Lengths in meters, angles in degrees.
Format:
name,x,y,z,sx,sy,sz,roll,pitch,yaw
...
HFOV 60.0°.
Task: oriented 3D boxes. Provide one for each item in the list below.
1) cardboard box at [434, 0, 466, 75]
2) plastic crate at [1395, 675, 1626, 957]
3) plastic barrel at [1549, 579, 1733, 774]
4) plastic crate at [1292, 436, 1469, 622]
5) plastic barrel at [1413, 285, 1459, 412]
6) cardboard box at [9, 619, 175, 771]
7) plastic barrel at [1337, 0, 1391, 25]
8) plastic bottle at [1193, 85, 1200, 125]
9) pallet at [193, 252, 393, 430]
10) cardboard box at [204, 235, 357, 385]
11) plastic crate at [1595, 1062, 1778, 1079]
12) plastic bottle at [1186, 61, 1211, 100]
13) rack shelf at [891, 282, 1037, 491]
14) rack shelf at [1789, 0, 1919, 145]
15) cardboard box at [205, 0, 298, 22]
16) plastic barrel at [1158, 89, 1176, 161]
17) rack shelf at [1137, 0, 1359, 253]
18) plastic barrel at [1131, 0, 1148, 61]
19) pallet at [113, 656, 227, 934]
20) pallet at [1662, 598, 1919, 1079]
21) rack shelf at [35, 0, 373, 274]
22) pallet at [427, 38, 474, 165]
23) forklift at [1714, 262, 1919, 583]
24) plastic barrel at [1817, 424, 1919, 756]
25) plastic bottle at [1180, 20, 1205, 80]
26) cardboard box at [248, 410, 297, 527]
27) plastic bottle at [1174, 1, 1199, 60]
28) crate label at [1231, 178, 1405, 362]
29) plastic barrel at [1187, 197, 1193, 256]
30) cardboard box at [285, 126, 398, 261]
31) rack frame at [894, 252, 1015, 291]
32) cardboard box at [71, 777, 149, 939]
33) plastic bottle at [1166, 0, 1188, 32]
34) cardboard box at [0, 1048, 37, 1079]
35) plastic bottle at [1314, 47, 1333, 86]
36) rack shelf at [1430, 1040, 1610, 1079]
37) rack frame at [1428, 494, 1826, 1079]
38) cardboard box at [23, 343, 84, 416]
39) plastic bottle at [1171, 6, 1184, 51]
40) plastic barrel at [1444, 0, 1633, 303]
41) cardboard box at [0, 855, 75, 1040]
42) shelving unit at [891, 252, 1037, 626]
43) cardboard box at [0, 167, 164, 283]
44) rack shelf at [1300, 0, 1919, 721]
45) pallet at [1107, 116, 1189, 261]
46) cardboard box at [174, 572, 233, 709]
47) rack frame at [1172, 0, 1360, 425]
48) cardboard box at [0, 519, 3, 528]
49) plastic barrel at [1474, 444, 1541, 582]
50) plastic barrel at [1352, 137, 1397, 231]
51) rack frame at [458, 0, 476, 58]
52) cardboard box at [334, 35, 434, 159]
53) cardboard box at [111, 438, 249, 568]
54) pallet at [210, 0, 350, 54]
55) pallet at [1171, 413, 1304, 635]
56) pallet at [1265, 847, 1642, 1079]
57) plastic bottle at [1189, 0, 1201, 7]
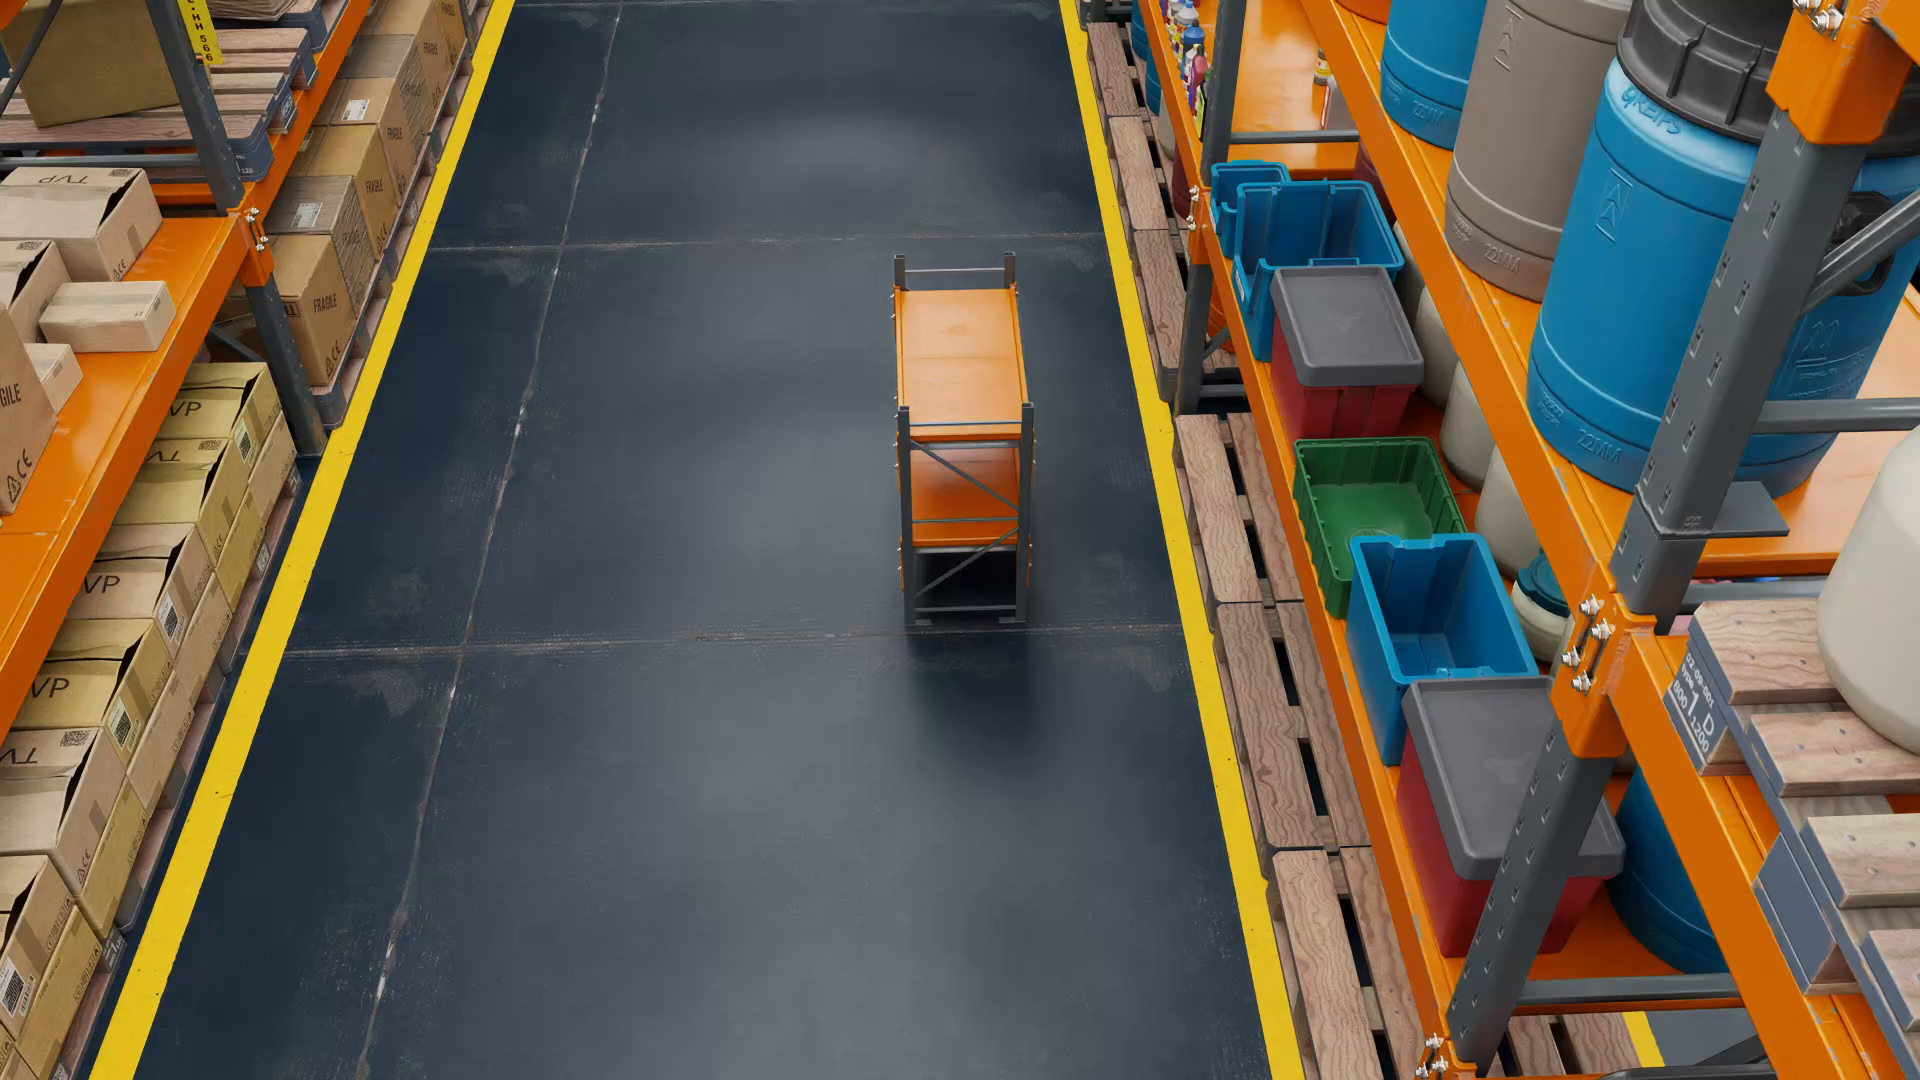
name,x,y,z,sx,sy,sz,roll,pitch,yaw
cardboard box,-3.304,-3.128,9.967,0.500,0.500,0.500,-2,43,-2
plastic crate,1.351,0.708,4.211,0.402,0.464,0.583,-2,43,-2
plastic barrel,1.856,0.347,4.551,0.433,0.535,0.433,0,43,0
plastic crate,1.321,-0.040,5.231,0.450,0.188,0.662,-2,43,-2
plastic barrel,1.782,-0.720,5.732,0.421,0.512,0.421,0,43,0
cardboard box,-3.107,0.517,5.775,0.500,0.311,0.500,-1,43,-1
plastic barrel,1.353,-1.913,4.579,0.600,0.830,0.708,-2,43,-2
plastic bottle,1.077,-1.917,7.269,0.097,0.201,0.097,0,43,0
pallet,-3.436,-0.989,8.172,1.003,0.211,1.213,-2,43,-2
cardboard box,-3.176,-1.068,7.719,0.500,0.500,0.500,0,43,0
plastic crate,1.572,1.429,3.517,0.767,0.338,0.504,-2,43,-2
plastic bottle,1.067,-2.073,7.439,0.097,0.201,0.097,0,43,0
rack shelf,0.000,-0.635,6.677,0.538,0.278,1.000,-2,43,-2
rack shelf,1.762,0.601,0.764,1.077,0.370,4.000,-2,43,-2
cardboard box,-3.429,-2.748,7.643,0.700,0.500,0.500,6,43,6
plastic barrel,1.308,-2.360,9.135,0.421,0.512,0.421,0,43,0
rack shelf,1.422,-2.736,8.548,1.077,0.370,4.000,-2,43,-2
plastic barrel,1.344,-3.365,9.943,0.600,0.901,0.708,-2,43,-2
pallet,-3.397,0.895,6.117,1.003,0.211,1.213,-2,43,-2
pallet,1.805,0.497,2.407,1.213,0.211,1.003,-2,43,-2
rack shelf,-3.527,-2.597,8.395,1.077,0.370,4.000,-2,43,-2
pallet,-3.539,-2.636,9.970,1.003,0.211,1.213,-2,43,-2
forklift,3.126,-1.051,6.227,1.130,2.935,3.031,-1,43,-2
plastic barrel,1.499,0.044,2.369,0.421,0.512,0.421,0,43,0
plastic bottle,1.059,-2.230,7.558,0.097,0.271,0.097,0,43,0
cardboard box,-3.176,-0.305,7.086,0.500,0.250,0.500,-1,43,-1
plastic bottle,1.051,-2.362,7.702,0.097,0.271,0.097,0,43,0
crate label,1.279,-0.986,6.079,0.502,0.435,0.616,-2,43,-2
plastic barrel,1.356,-1.597,8.303,0.421,0.512,0.421,0,43,0
cardboard box,-3.220,-1.760,8.474,0.500,0.500,0.500,-2,43,-2
rack frame,-0.022,-0.762,7.249,0.500,1.125,0.032,-2,43,-2
cardboard box,-3.087,1.073,5.583,0.500,0.250,0.500,-3,43,-3
plastic bottle,1.039,-2.533,7.941,0.097,0.201,0.097,0,43,0
cardboard box,-3.041,1.768,4.825,0.500,0.250,0.500,-3,43,-3
plastic bottle,1.668,-2.176,7.551,0.097,0.201,0.097,0,43,0
rack shelf,1.762,2.665,2.656,1.077,0.370,4.000,-2,43,-2
rack frame,1.677,1.049,3.885,1.000,3.000,0.127,-2,43,-2
cardboard box,-3.331,-0.560,5.827,0.380,0.149,0.250,1,43,1
plastic bottle,1.047,-2.402,7.797,0.097,0.201,0.097,0,43,0
plastic barrel,1.411,-1.020,3.552,0.600,0.901,0.600,0,43,0
cardboard box,-3.057,1.217,5.012,0.500,0.311,0.500,-2,43,-2
shelving unit,0.000,-0.419,6.875,0.538,1.125,1.048,-2,43,-2
cardboard box,-3.470,-1.232,6.440,0.500,0.311,0.500,1,43,1
rack shelf,1.592,-1.142,4.588,1.077,0.370,4.000,-2,43,-2
pallet,1.383,-1.976,9.249,1.003,0.211,1.213,-2,43,-2
cardboard box,-3.132,0.383,6.336,0.500,0.250,0.500,-1,43,-1
rack frame,1.507,-1.651,6.831,1.000,3.000,0.127,-2,43,-2
cardboard box,-3.332,-0.061,5.022,0.500,0.500,0.500,-2,43,-2
plastic barrel,1.825,-0.148,5.091,0.433,0.535,0.433,0,43,0
plastic barrel,1.830,-1.397,6.453,0.600,0.536,0.708,-2,43,-2
rack frame,-3.612,-4.212,9.625,1.000,3.000,0.127,-2,43,-2
cardboard box,-3.271,-2.455,9.233,0.500,0.500,0.500,-1,43,-1
cardboard box,-3.145,-0.162,6.516,0.500,0.311,0.500,-2,43,-2
pallet,-3.529,-2.754,8.176,1.003,0.211,1.213,-2,43,-2
pallet,1.501,-0.099,7.202,1.003,0.211,1.213,-2,43,-2
pallet,1.605,1.548,5.405,1.003,0.211,1.213,-2,43,-2
plastic bottle,1.152,-2.770,8.138,0.061,0.283,0.133,-2,43,-2
